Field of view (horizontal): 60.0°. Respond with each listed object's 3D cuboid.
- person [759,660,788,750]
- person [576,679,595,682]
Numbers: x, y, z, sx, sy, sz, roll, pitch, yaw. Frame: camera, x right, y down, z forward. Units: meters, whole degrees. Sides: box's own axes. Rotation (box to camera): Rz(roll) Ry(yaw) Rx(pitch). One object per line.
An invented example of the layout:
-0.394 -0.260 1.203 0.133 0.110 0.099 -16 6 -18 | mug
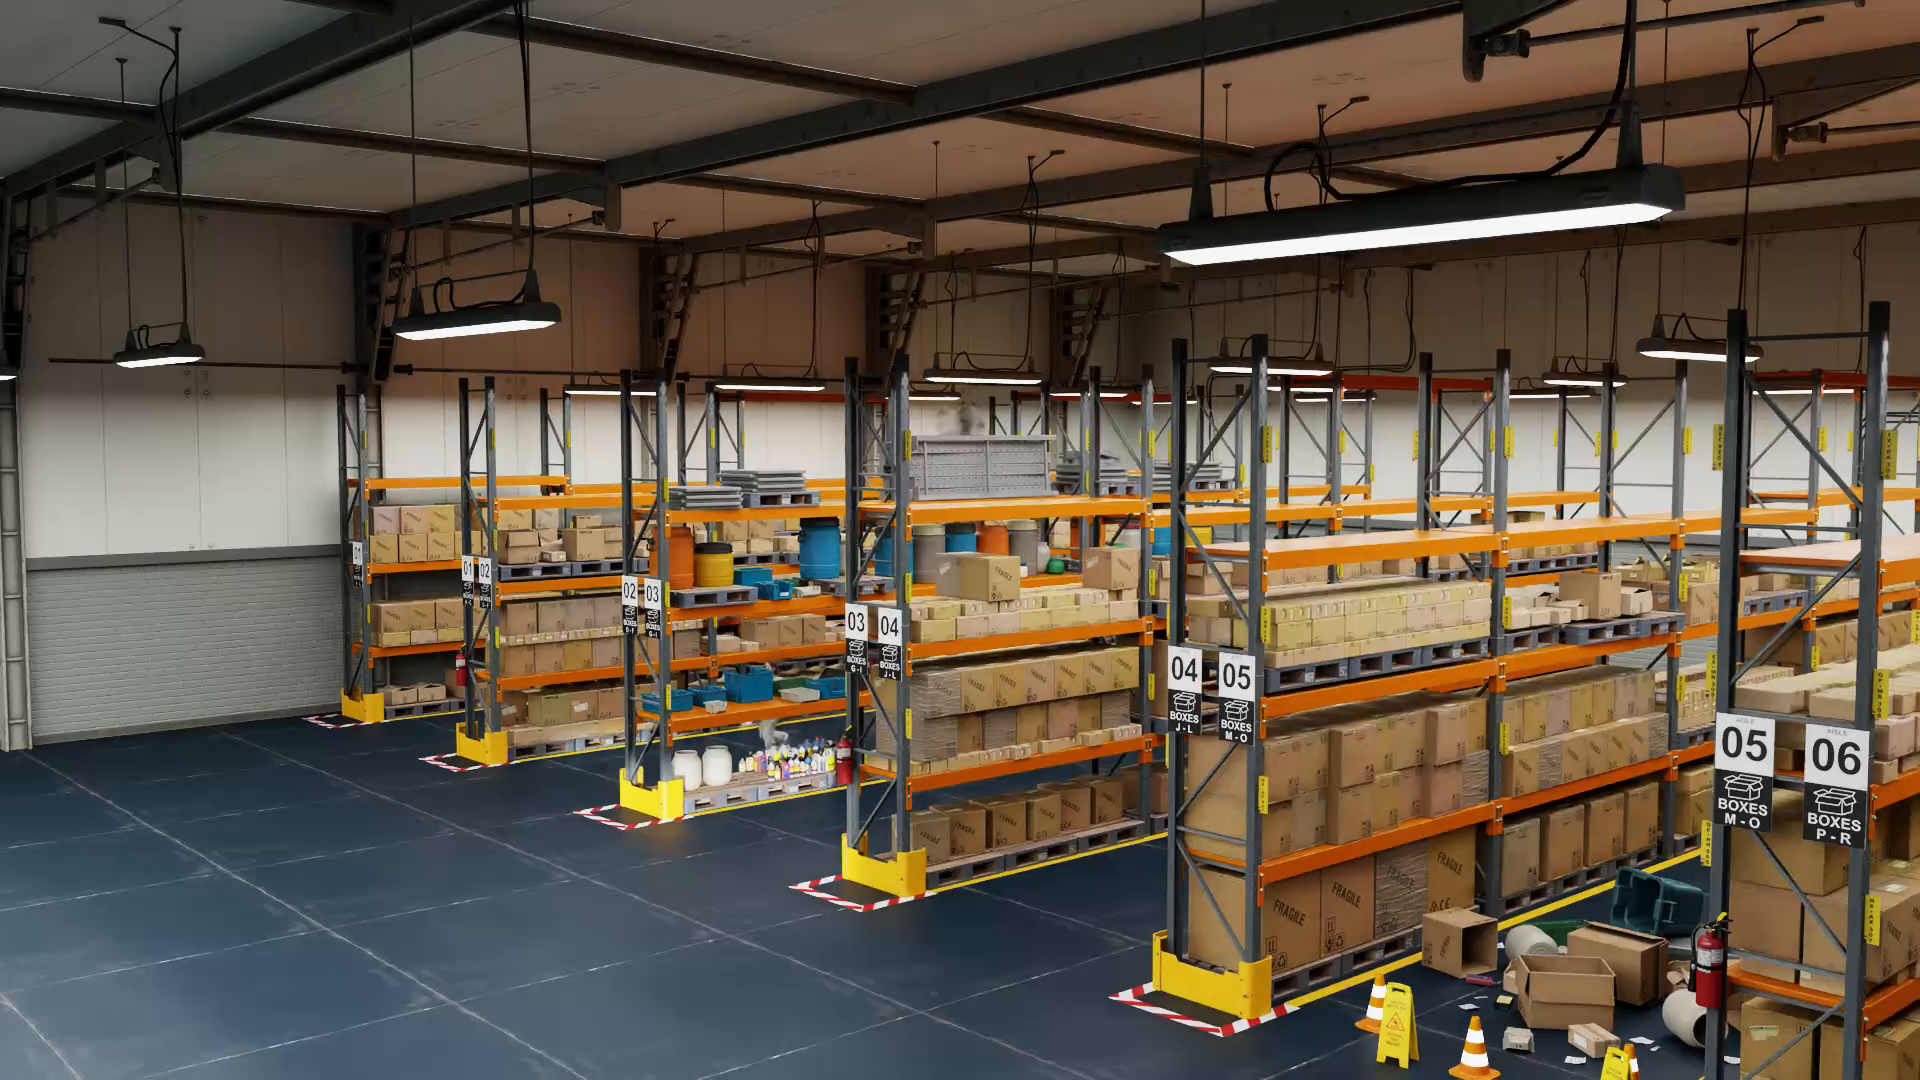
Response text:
-2.865 2.660 25.918 0.550 1.621 0.622 3 5 41 | person
-6.557 2.414 29.088 0.668 1.687 0.803 3 5 41 | person
